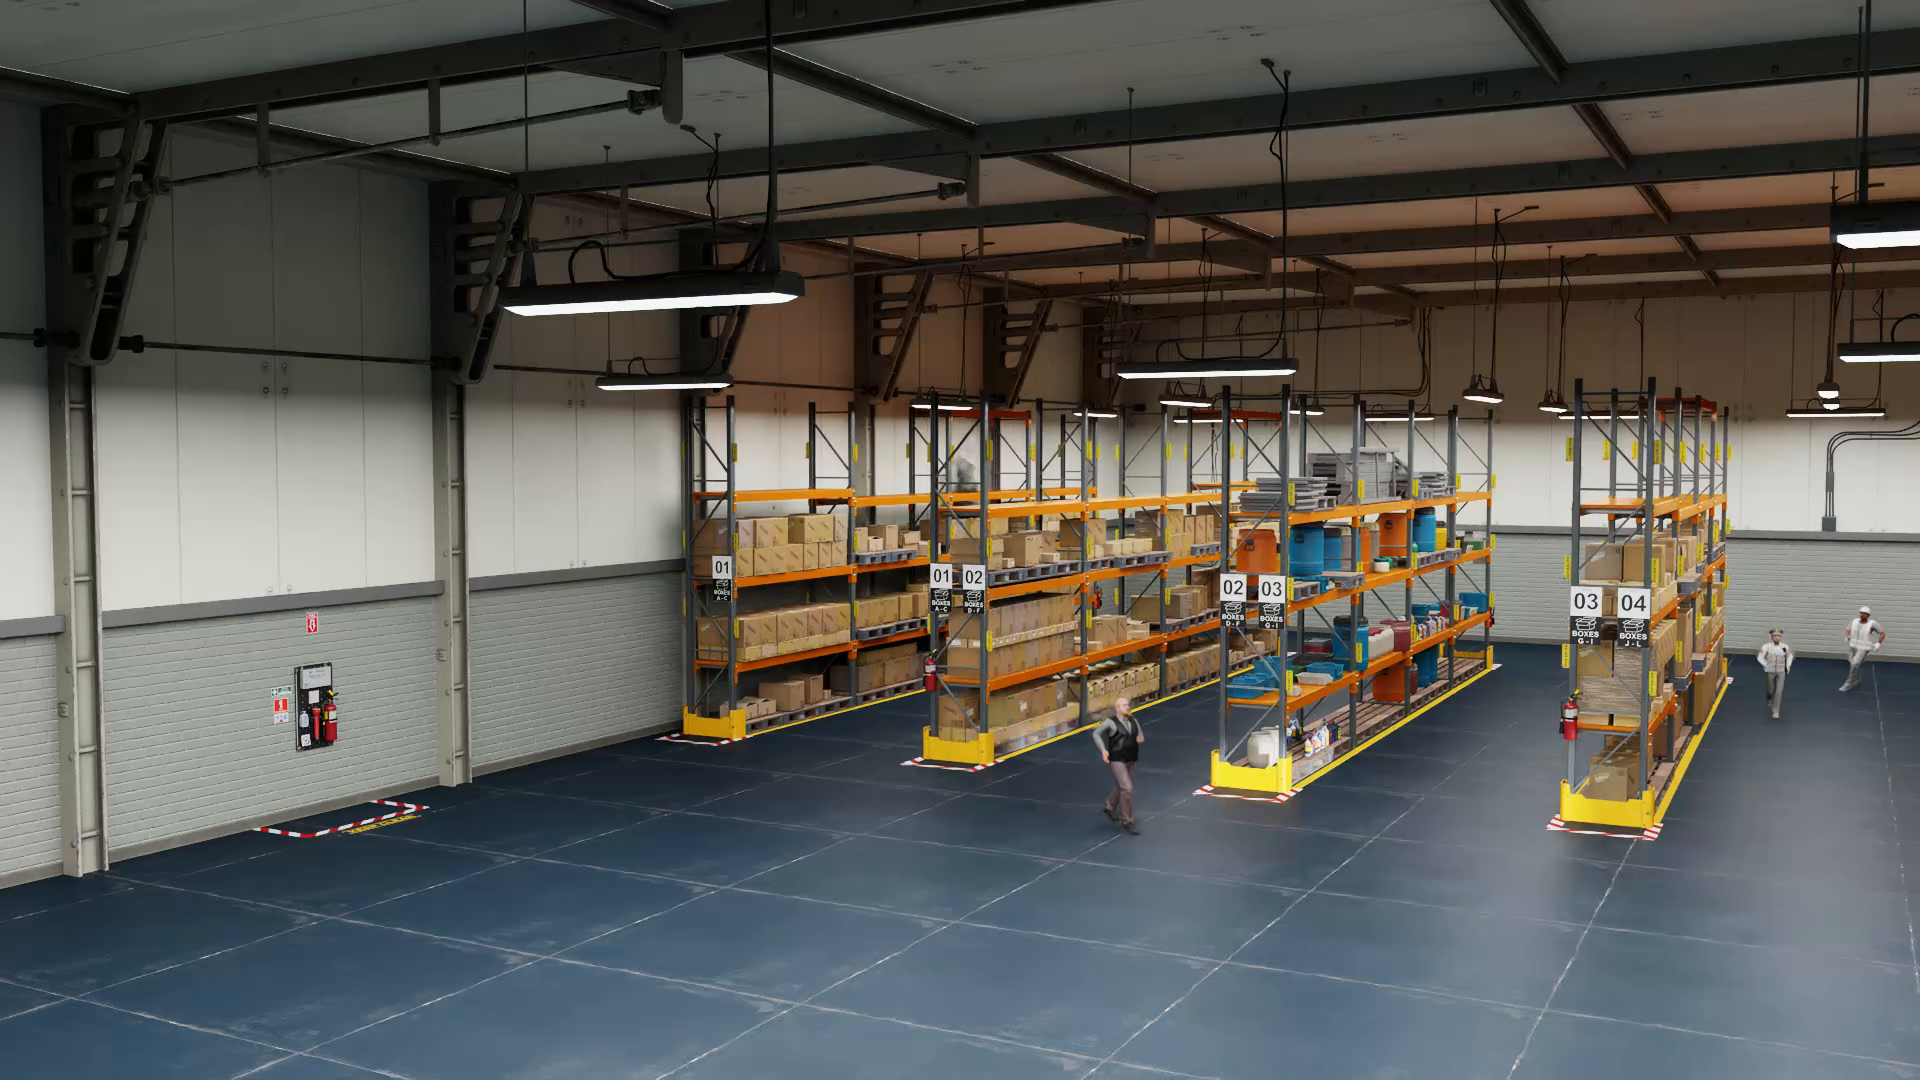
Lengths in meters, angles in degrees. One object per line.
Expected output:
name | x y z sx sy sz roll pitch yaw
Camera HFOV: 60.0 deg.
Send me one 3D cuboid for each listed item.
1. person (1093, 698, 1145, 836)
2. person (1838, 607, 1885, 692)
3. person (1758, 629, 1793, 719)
person | 2.150 2.967 22.028 0.641 1.756 0.871 -2 4 -37
person | 18.818 2.283 34.776 0.932 1.774 0.748 -2 3 -30
person | 15.435 2.508 31.474 0.618 1.678 0.890 1 3 22
